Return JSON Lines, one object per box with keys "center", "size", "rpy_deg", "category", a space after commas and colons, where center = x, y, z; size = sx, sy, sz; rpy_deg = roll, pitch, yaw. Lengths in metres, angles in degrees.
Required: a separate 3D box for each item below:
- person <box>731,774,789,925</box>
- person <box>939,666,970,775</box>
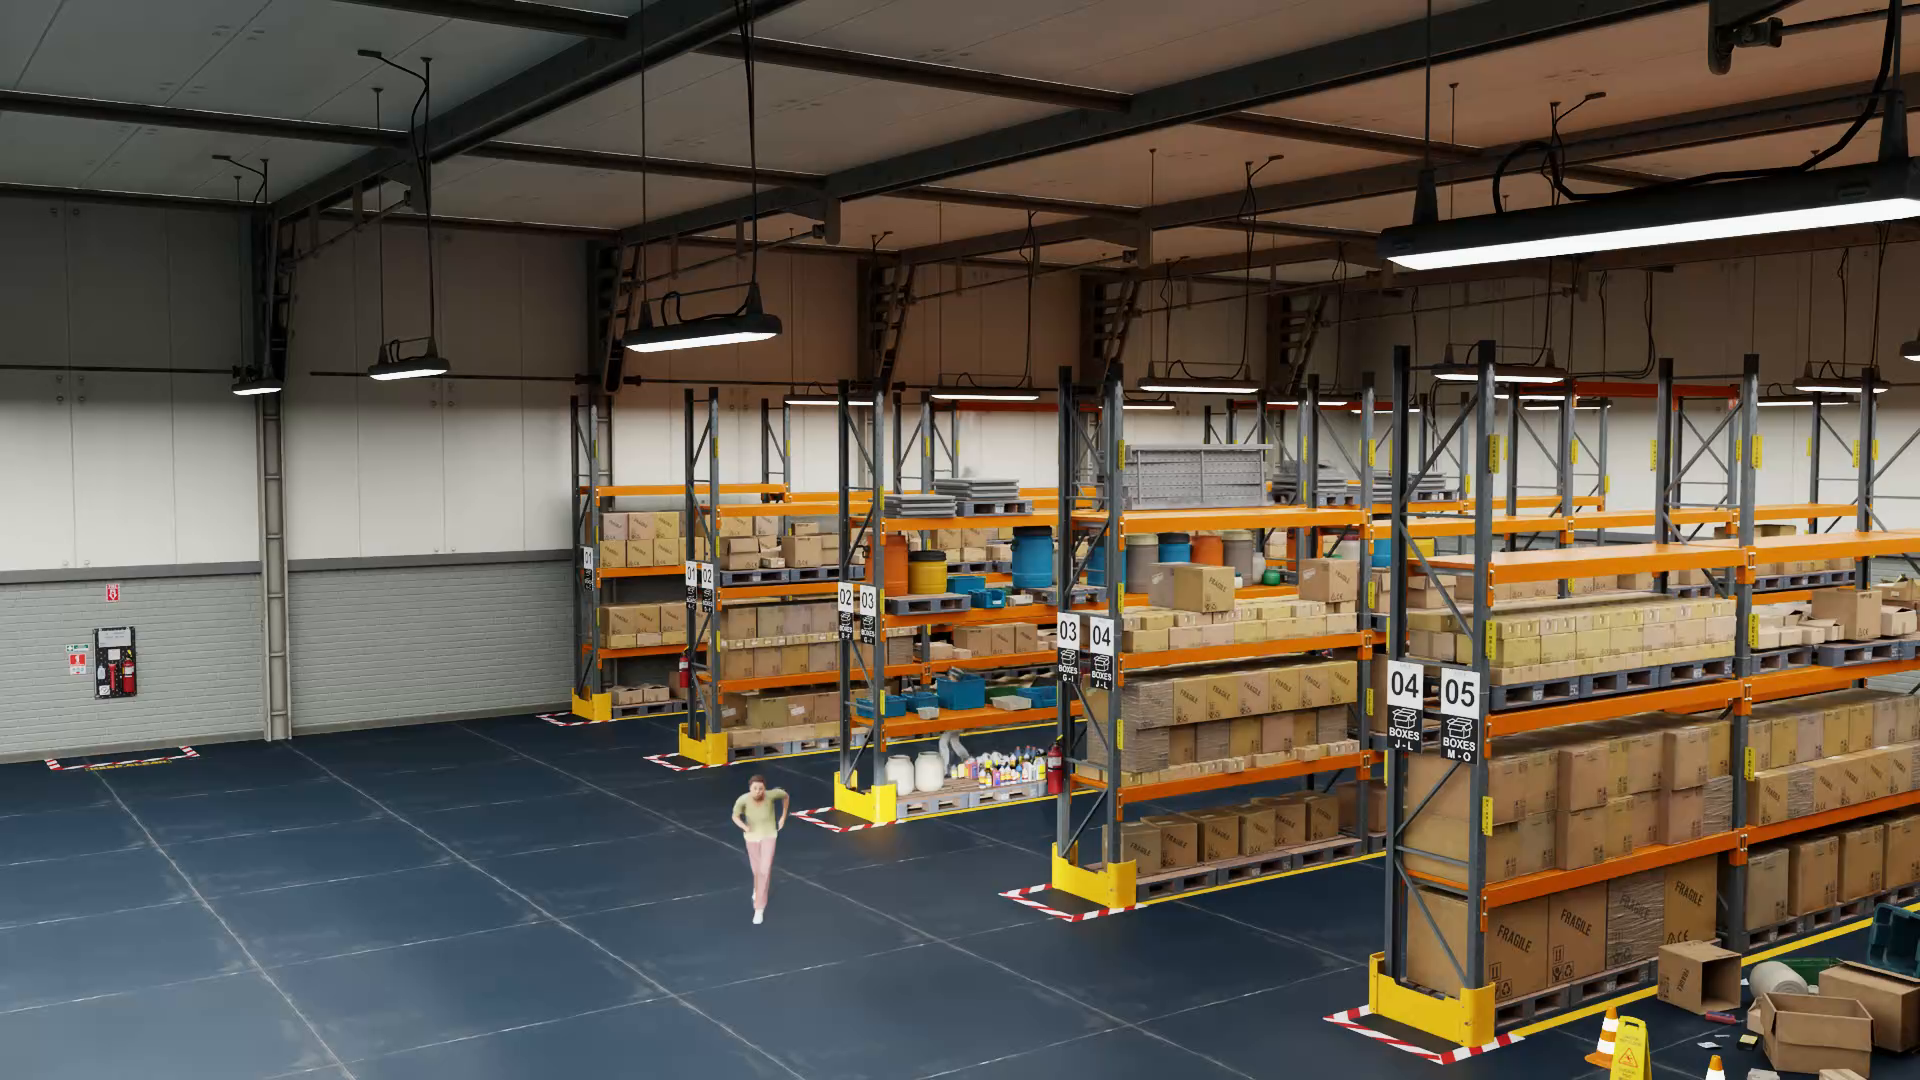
{"center": [-2.178, 3.296, 18.176], "size": [0.619, 1.626, 0.959], "rpy_deg": [0, 3, -6], "category": "person"}
{"center": [-0.116, 2.770, 25.375], "size": [0.739, 1.702, 0.668], "rpy_deg": [-1, 4, -15], "category": "person"}
